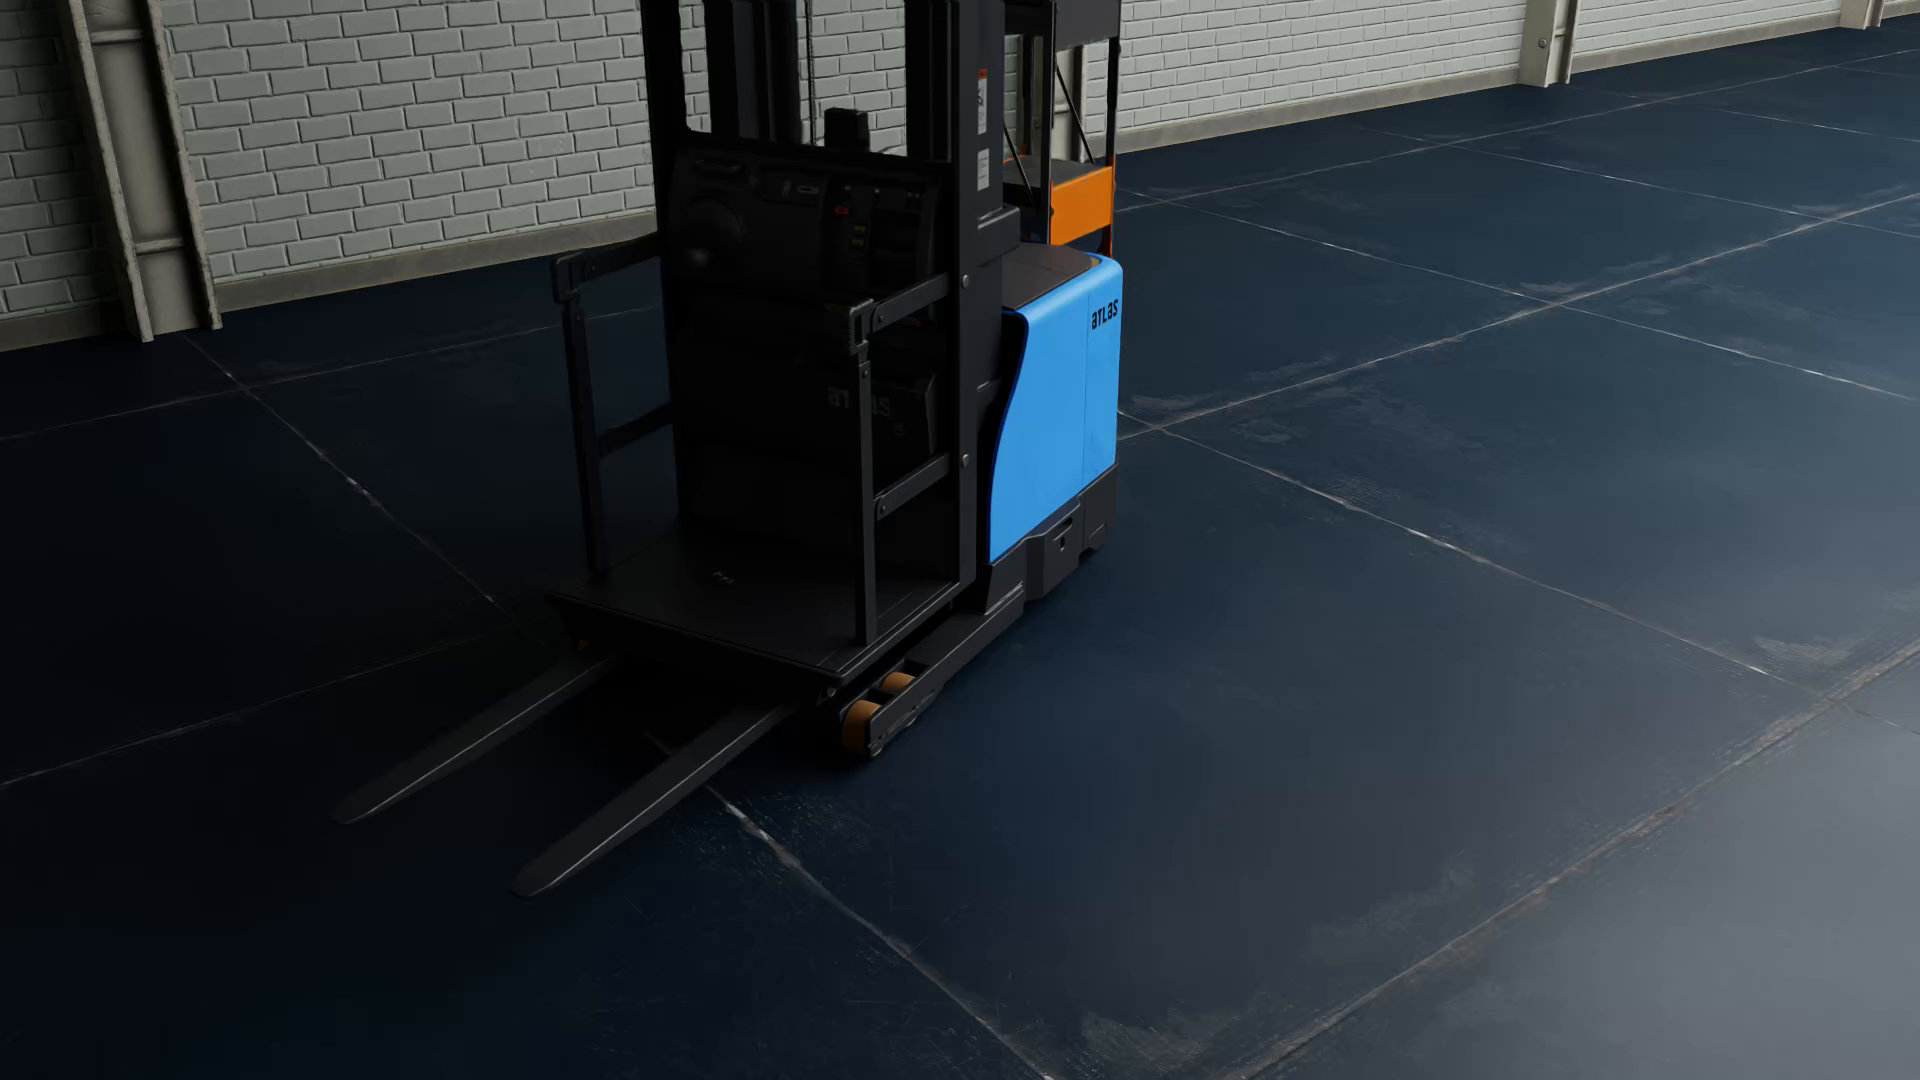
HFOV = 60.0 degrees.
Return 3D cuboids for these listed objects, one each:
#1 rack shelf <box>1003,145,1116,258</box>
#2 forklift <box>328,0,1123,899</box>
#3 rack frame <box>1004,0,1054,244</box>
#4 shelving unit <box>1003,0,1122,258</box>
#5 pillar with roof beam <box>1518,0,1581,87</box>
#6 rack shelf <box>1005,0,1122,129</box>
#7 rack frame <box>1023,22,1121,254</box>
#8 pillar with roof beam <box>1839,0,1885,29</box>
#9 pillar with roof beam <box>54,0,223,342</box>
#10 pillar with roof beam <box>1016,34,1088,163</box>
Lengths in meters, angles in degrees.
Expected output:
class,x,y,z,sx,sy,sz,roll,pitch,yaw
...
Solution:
class,x,y,z,sx,sy,sz,roll,pitch,yaw
rack shelf,0.286,-1.182,6.334,0.431,0.518,0.480,15,29,30
forklift,-0.571,-0.911,4.730,1.130,2.935,3.031,13,28,26
rack frame,0.153,-1.108,6.143,0.400,2.100,0.015,15,29,30
shelving unit,0.286,-1.194,6.329,0.431,2.100,0.503,15,29,30
pillar with roof beam,8.027,-6.873,10.369,0.400,9.000,9.100,-18,31,-34
rack shelf,0.286,-1.817,6.040,0.431,0.518,0.480,15,29,30
rack frame,0.419,-1.280,6.514,0.400,2.100,0.015,15,29,30
pillar with roof beam,12.749,-8.431,13.728,0.400,9.000,9.100,-18,31,-34
pillar with roof beam,-1.416,-3.756,3.653,0.400,9.000,9.100,-18,31,-34
pillar with roof beam,3.306,-5.314,7.011,0.400,9.000,9.100,-18,31,-34
